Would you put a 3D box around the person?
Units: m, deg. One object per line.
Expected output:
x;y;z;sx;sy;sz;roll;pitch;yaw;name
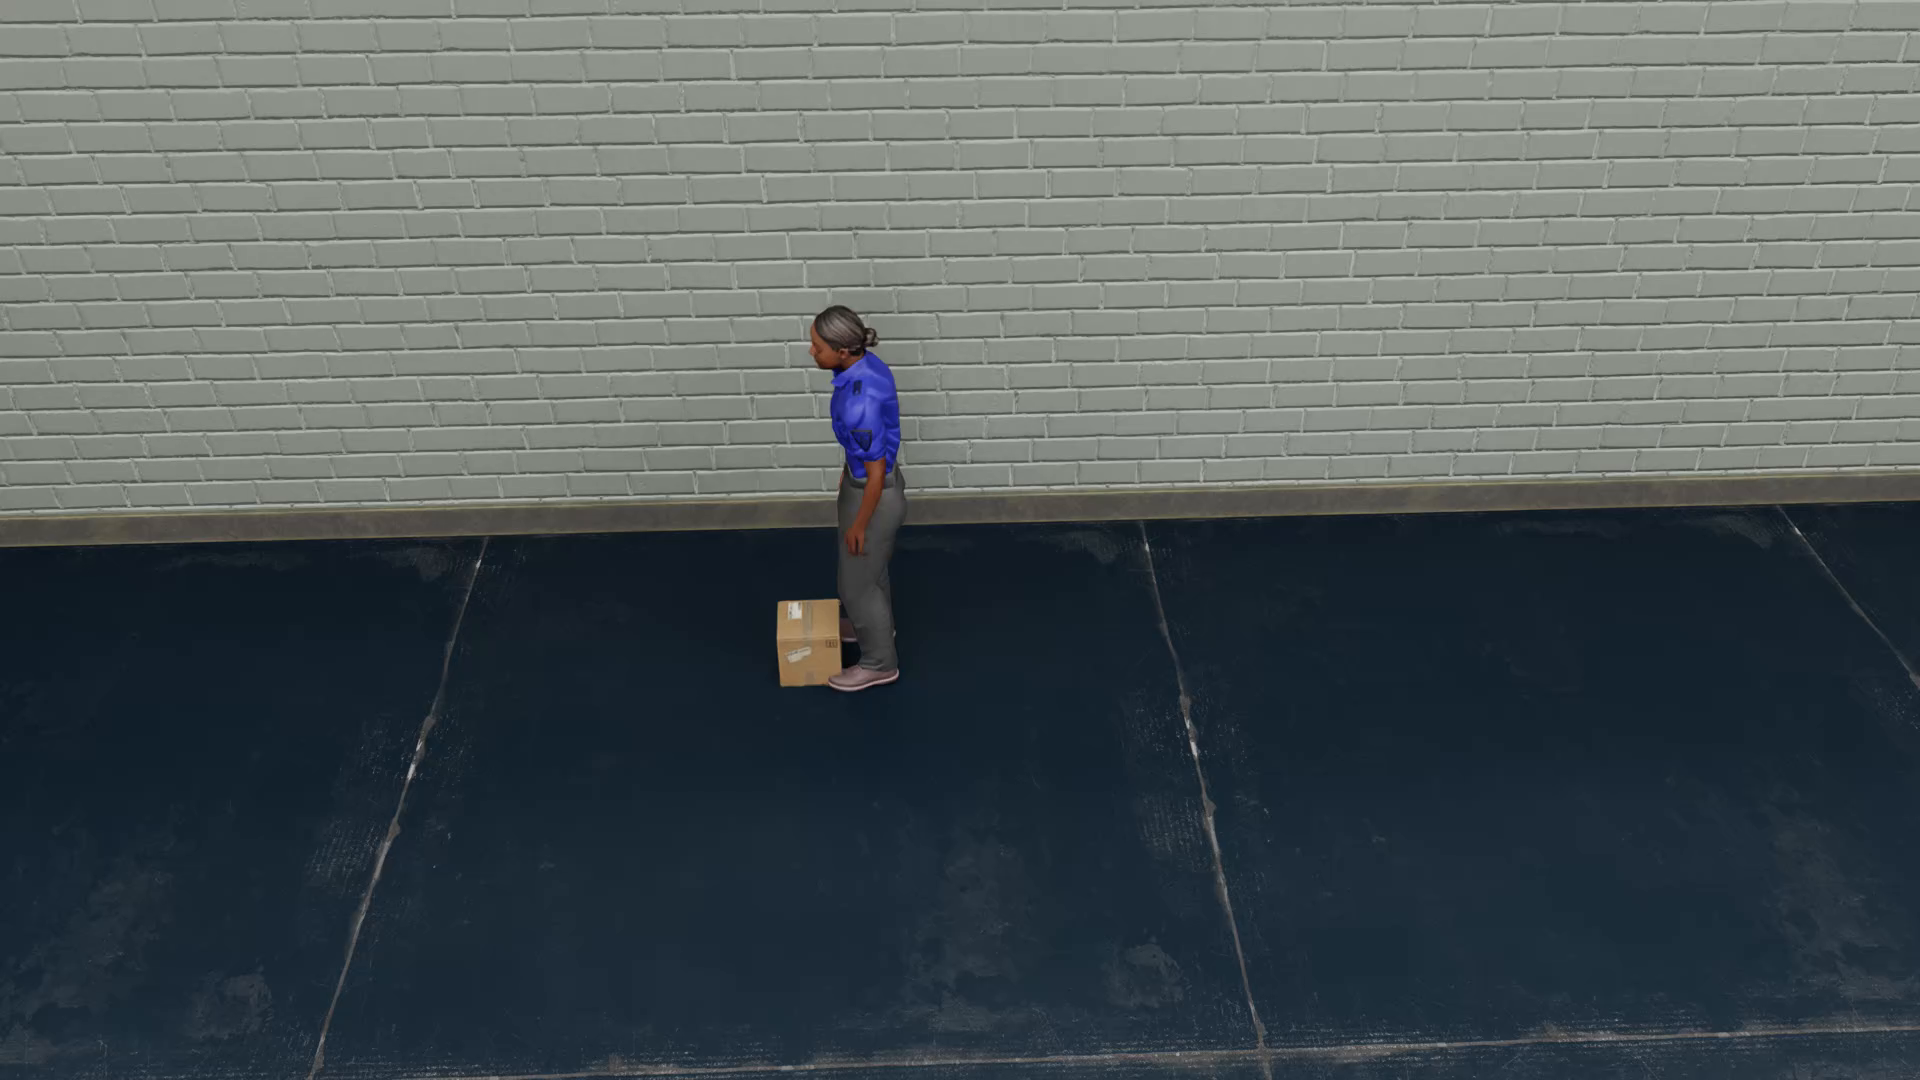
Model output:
-0.378;-0.164;6.393;0.348;1.640;0.507;-3;36;-4;person
